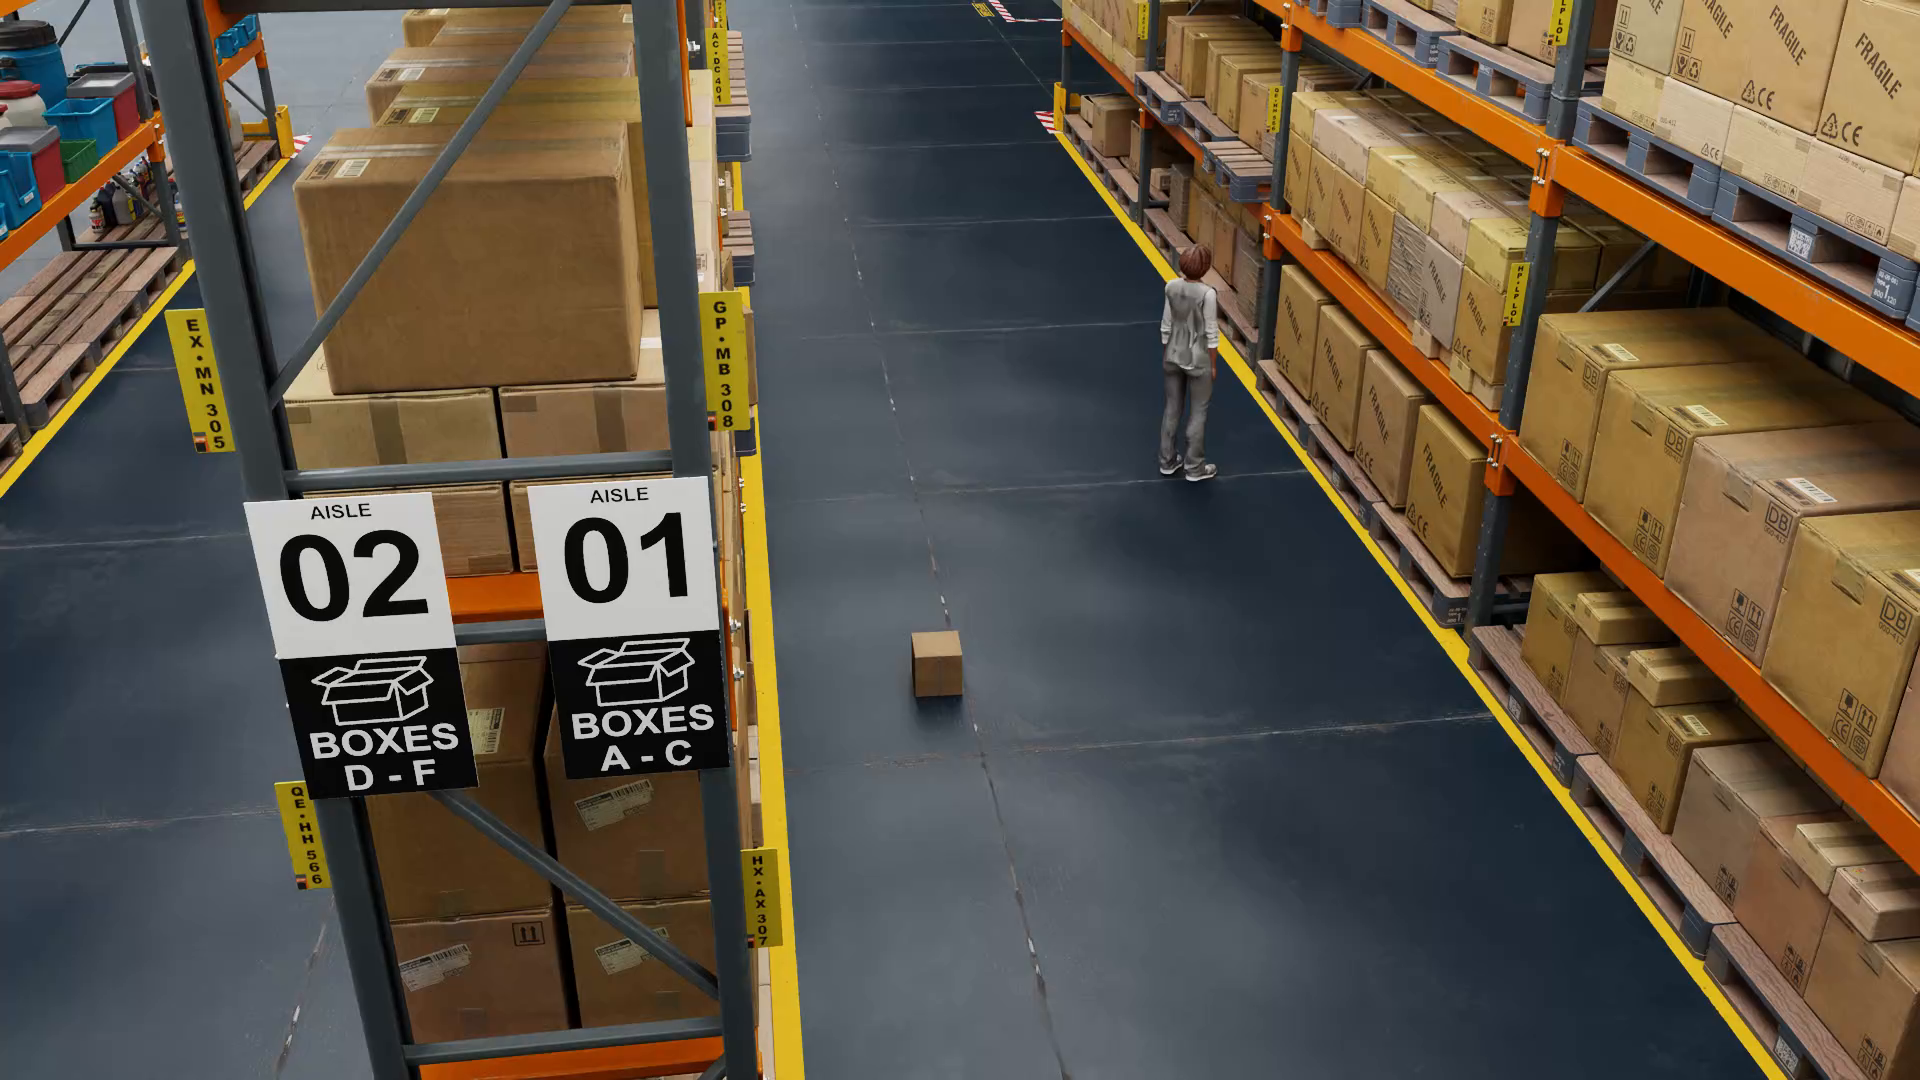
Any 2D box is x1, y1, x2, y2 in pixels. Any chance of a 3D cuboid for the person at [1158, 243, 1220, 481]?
[{"bbox_3d":[1.505,-1.152,10.848,0.408,1.589,0.314,20,33,33],"label":"person"}]
